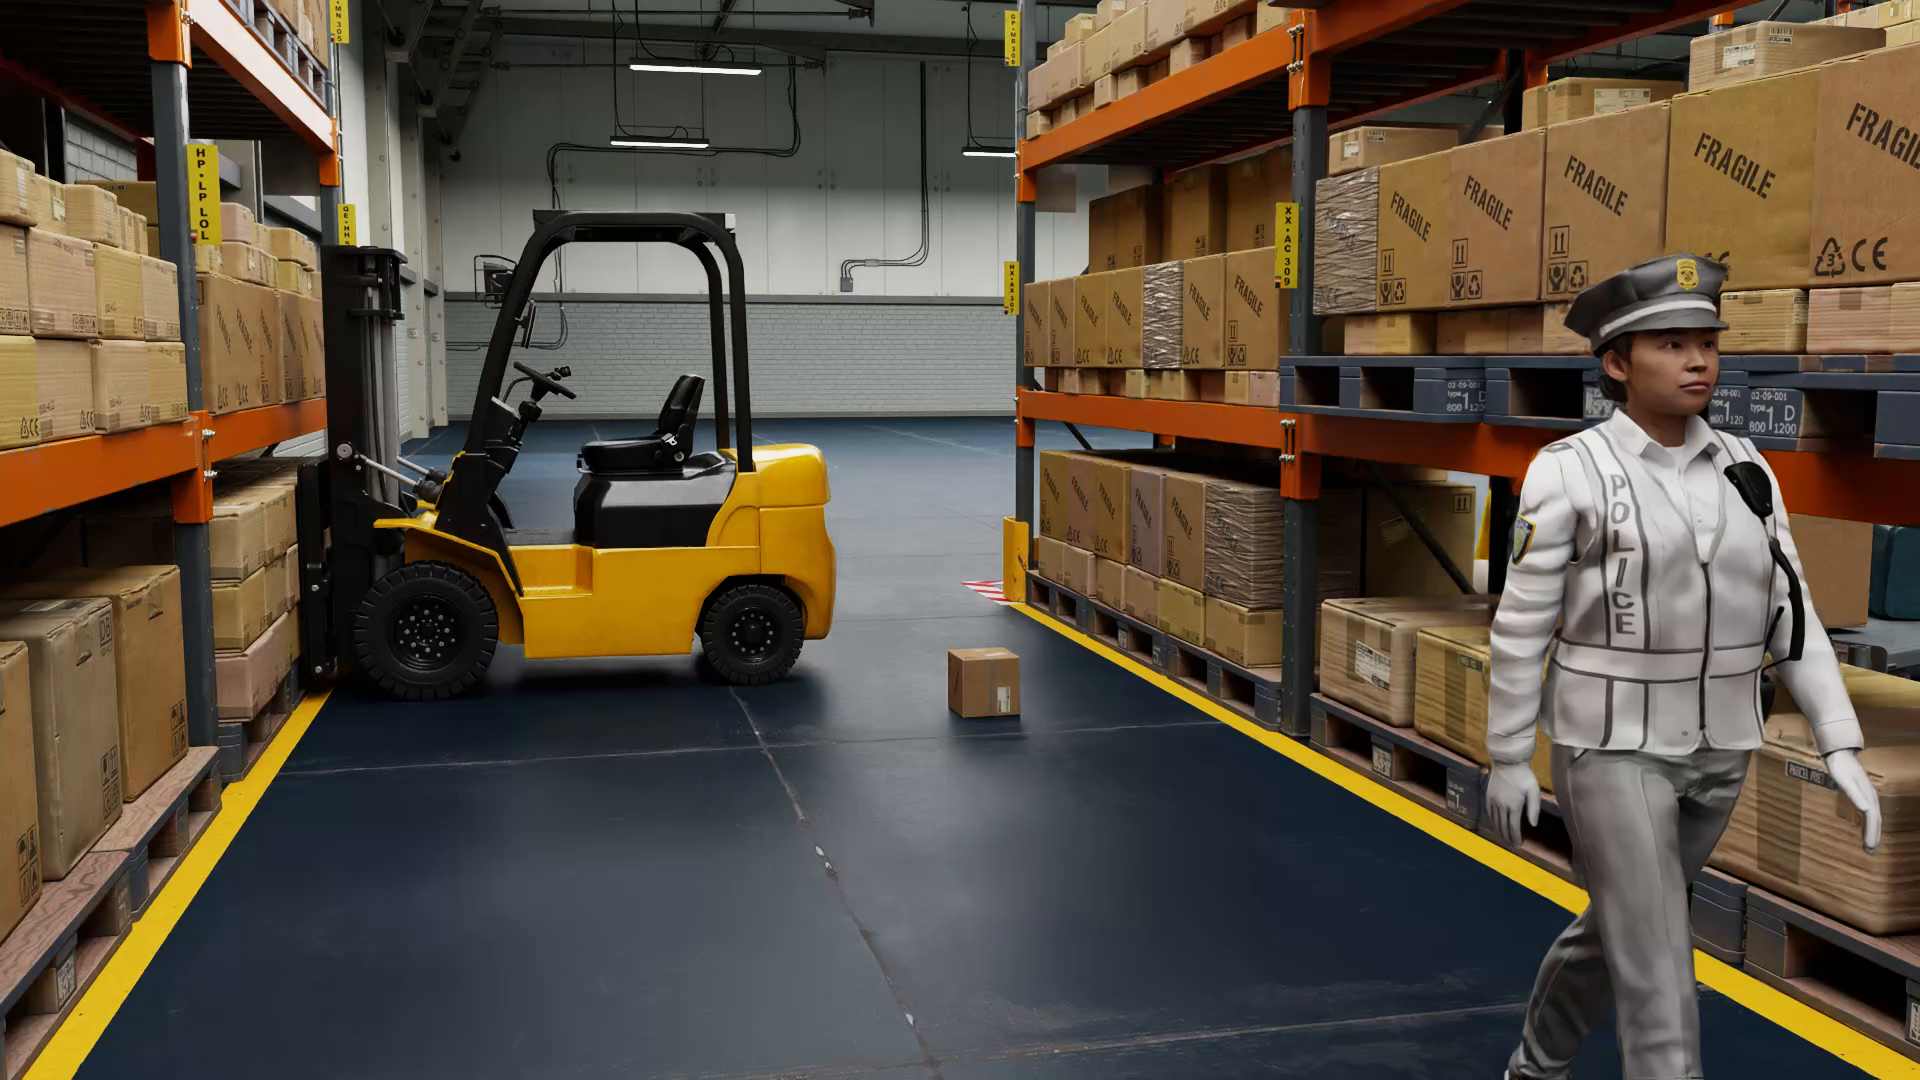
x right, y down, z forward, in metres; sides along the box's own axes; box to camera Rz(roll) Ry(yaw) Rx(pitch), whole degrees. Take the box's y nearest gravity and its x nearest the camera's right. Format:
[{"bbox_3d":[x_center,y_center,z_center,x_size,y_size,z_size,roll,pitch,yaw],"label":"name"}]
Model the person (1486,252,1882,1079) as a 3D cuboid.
[{"bbox_3d":[1.205,0.347,2.752,0.505,1.630,0.978,-2,6,-14],"label":"person"}]
